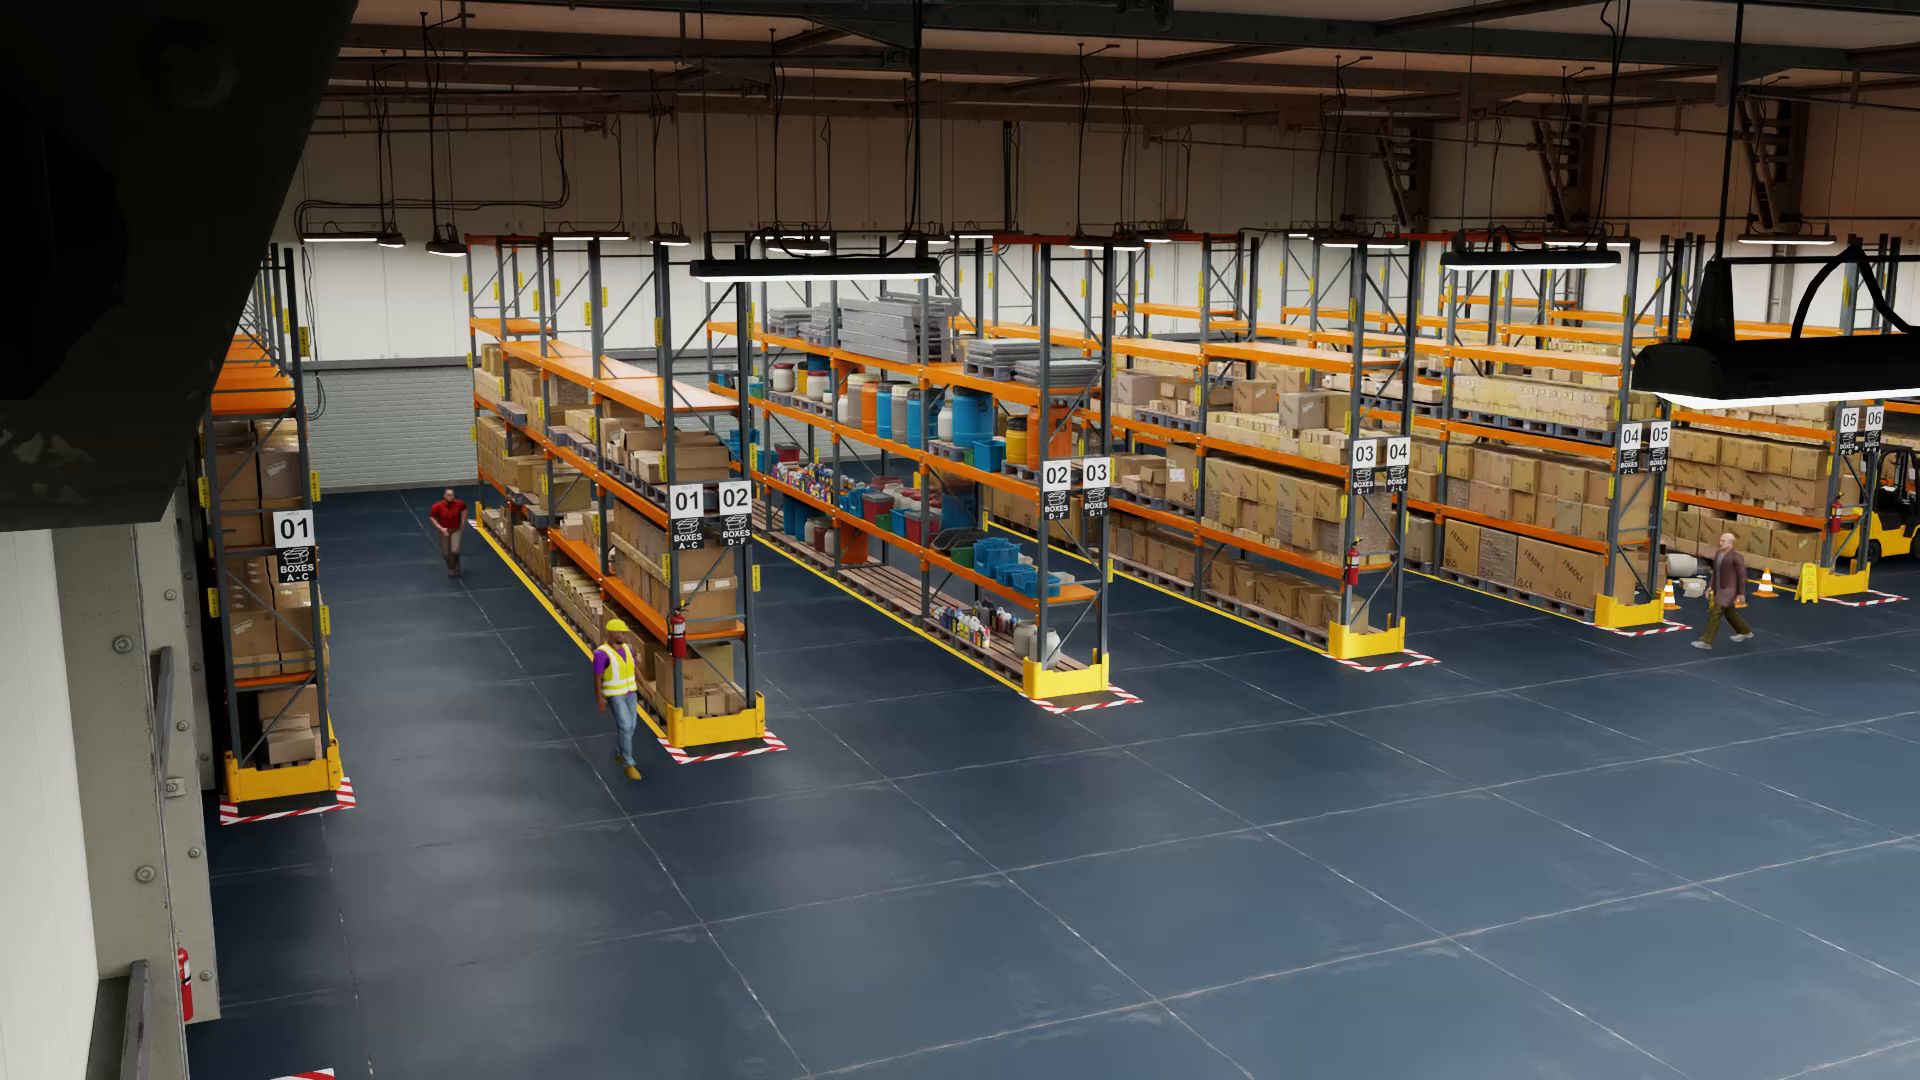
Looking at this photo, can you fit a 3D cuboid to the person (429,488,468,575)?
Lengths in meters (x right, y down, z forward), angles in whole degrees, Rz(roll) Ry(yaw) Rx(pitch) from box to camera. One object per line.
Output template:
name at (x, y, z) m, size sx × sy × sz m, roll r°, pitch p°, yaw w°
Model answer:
person at (-9.081, -0.144, 29.606) m, size 0.638 × 1.632 × 0.731 m, roll -2°, pitch 11°, yaw -12°

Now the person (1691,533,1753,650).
person at (11.375, 0.749, 24.687) m, size 1.159 × 1.729 × 0.578 m, roll -2°, pitch 11°, yaw -12°

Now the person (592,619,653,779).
person at (-3.840, 1.820, 19.228) m, size 0.678 × 1.787 × 0.599 m, roll 7°, pitch 13°, yaw 31°
